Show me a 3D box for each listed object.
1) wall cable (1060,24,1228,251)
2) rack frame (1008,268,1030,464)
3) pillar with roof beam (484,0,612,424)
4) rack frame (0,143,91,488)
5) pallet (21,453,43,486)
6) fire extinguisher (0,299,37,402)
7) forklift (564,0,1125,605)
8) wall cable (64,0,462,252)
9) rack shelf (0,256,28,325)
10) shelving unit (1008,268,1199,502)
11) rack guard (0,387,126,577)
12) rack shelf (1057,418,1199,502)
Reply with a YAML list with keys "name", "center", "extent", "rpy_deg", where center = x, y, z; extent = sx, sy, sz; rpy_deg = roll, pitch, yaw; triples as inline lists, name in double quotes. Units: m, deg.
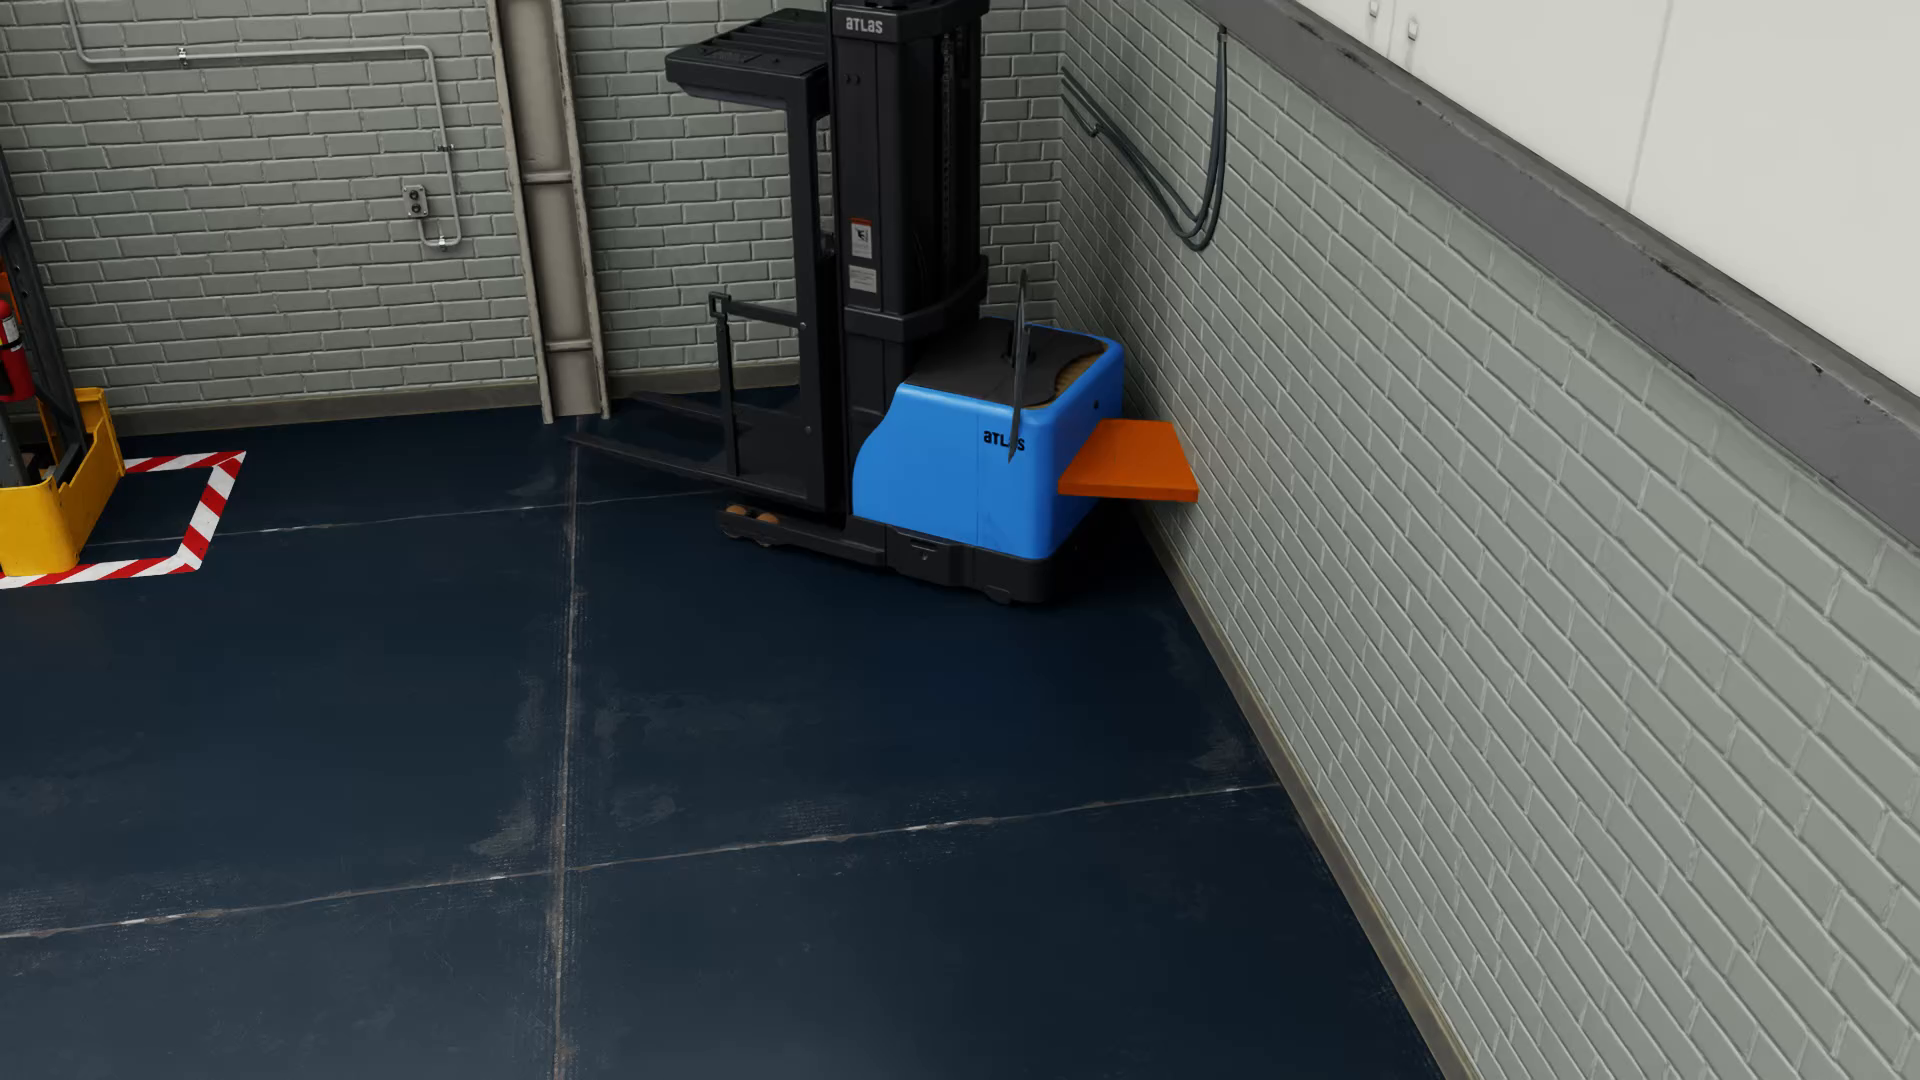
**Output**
- name: "wall cable"
  center: [0.810, -2.990, 8.020]
  extent: [0.112, 2.526, 3.097]
  rpy_deg: [-5, 31, -9]
- name: "rack frame"
  center: [0.242, -0.531, 7.948]
  extent: [0.032, 1.500, 0.500]
  rpy_deg: [3, 43, -2]
- name: "pillar with roof beam"
  center: [-1.543, -2.521, 4.160]
  extent: [0.400, 9.000, 9.100]
  rpy_deg: [-5, 31, -9]
- name: "rack frame"
  center: [-4.818, -1.404, 8.178]
  extent: [0.127, 3.000, 1.000]
  rpy_deg: [-5, 31, -9]
- name: "pallet"
  center: [-5.591, -0.090, 8.695]
  extent: [1.213, 0.211, 1.003]
  rpy_deg: [-5, 31, -9]
- name: "fire extinguisher"
  center: [-4.587, -0.993, 7.924]
  extent: [0.183, 0.674, 0.296]
  rpy_deg: [-5, 31, -9]
- name: "forklift"
  center: [-0.712, -1.455, 8.333]
  extent: [3.031, 2.935, 1.130]
  rpy_deg: [14, 33, 23]
- name: "wall cable"
  center: [-3.729, -2.430, 8.922]
  extent: [1.851, 1.984, 0.084]
  rpy_deg: [-5, 31, -9]
- name: "rack shelf"
  center: [-6.785, -0.911, 8.050]
  extent: [4.000, 0.370, 1.077]
  rpy_deg: [-5, 31, -9]
- name: "shelving unit"
  center: [0.758, -0.502, 7.969]
  extent: [1.083, 1.500, 0.587]
  rpy_deg: [3, 43, -2]
- name: "rack guard"
  center: [-4.795, -0.329, 8.816]
  extent: [0.348, 0.500, 1.175]
  rpy_deg: [-5, 31, -9]
- name: "rack shelf"
  center: [0.737, -0.372, 8.092]
  extent: [1.000, 0.185, 0.538]
  rpy_deg: [3, 43, -2]
